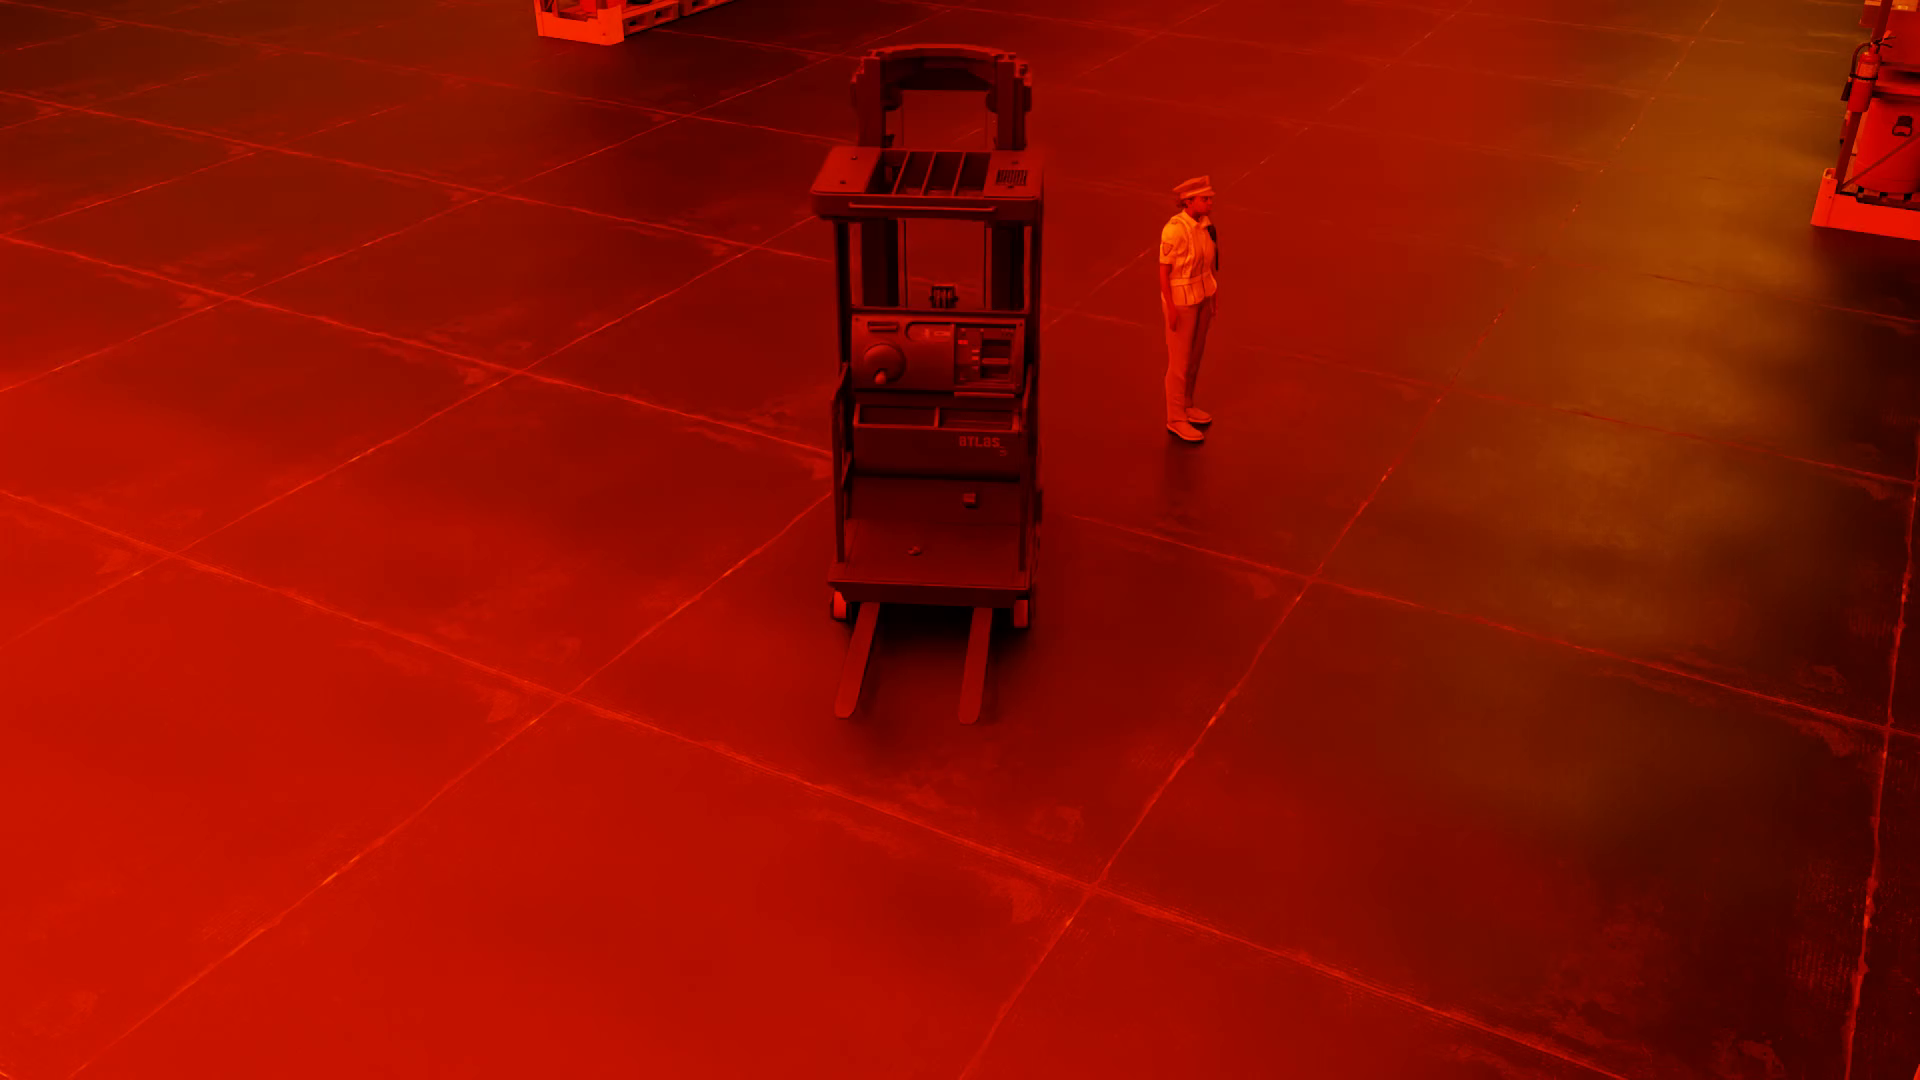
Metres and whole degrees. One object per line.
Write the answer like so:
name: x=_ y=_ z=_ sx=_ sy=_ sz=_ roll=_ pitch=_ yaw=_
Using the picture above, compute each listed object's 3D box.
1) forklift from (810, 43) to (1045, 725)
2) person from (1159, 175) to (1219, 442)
forklift: x=-0.134 y=-0.956 z=8.727 sx=1.130 sy=2.935 sz=3.031 roll=2 pitch=30 yaw=4
person: x=1.568 y=-1.559 z=10.998 sx=0.530 sy=1.696 sz=0.563 roll=24 pitch=38 yaw=35
